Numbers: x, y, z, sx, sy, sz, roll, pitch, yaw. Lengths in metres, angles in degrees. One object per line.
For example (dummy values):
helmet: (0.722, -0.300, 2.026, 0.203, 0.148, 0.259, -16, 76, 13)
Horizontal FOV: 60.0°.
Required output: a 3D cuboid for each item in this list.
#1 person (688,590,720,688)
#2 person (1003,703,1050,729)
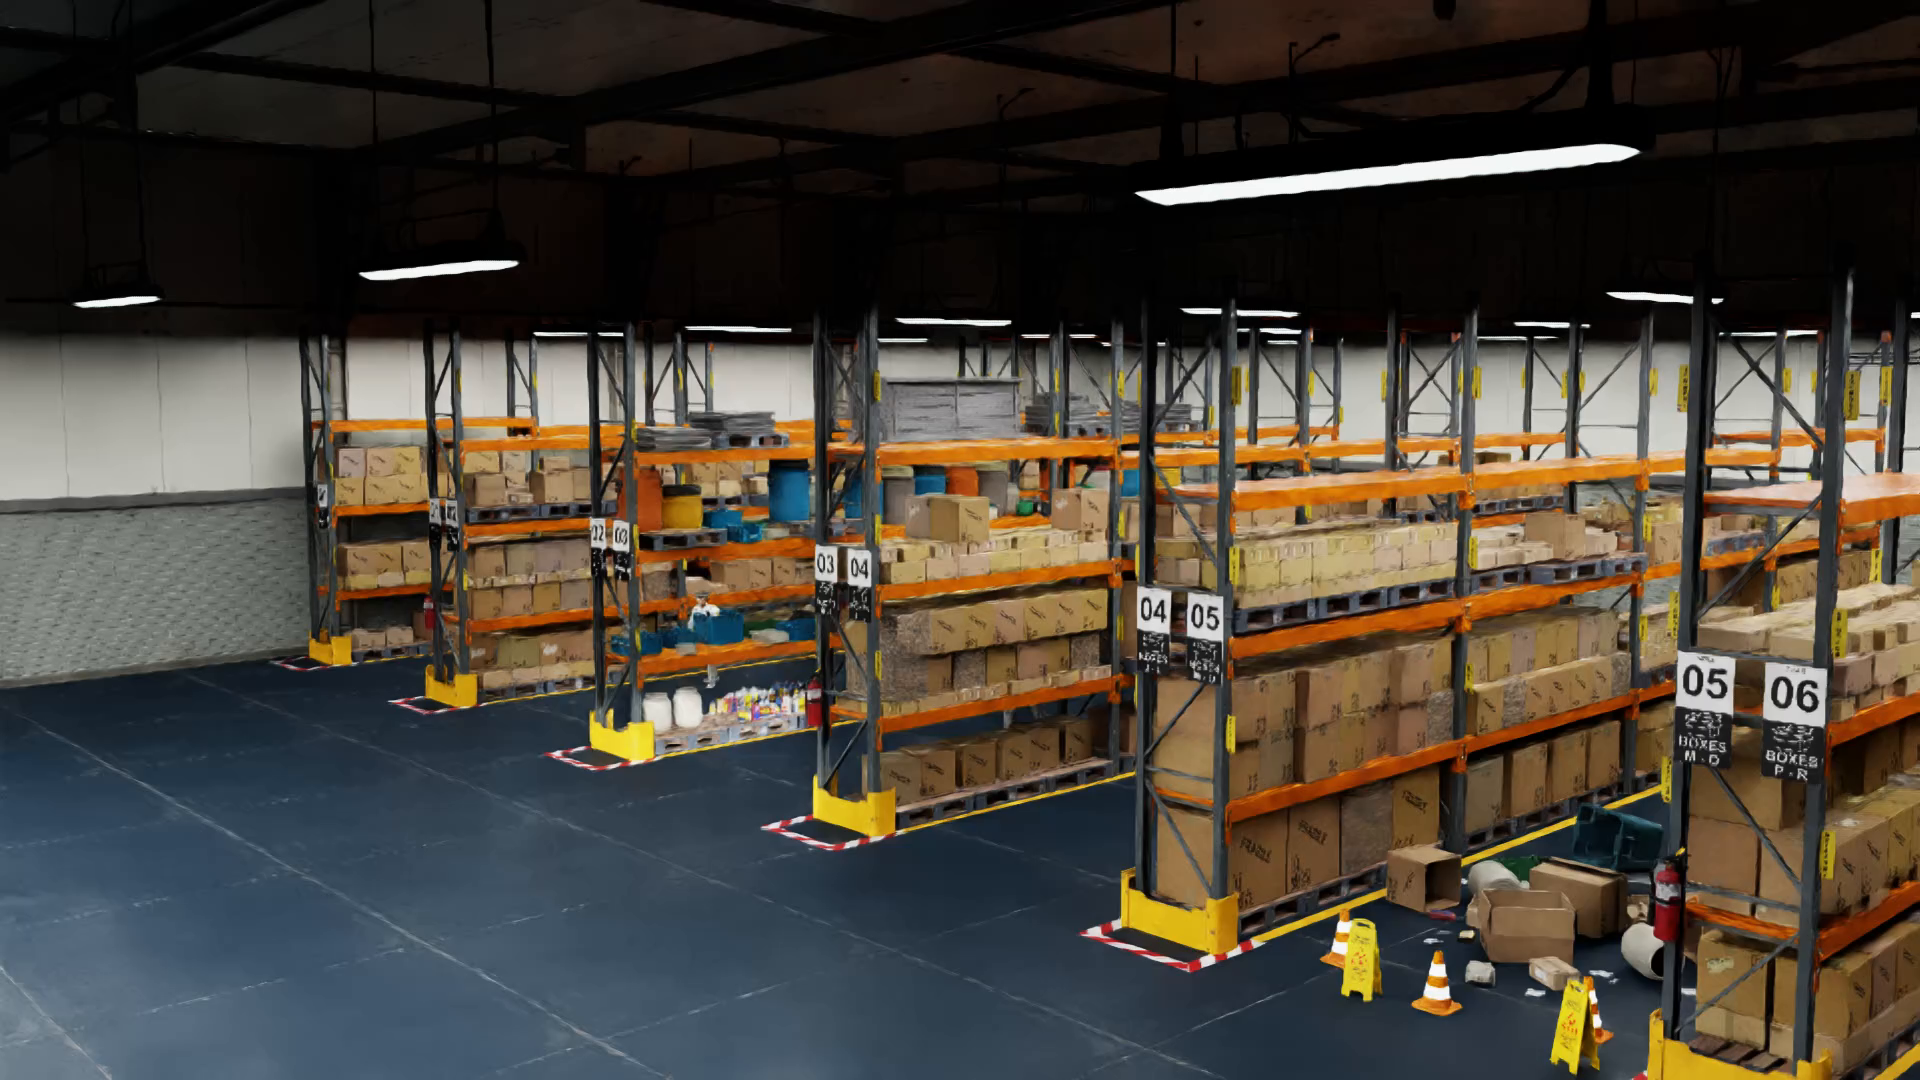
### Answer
person: (-4.136, 1.600, 27.385, 0.643, 1.600, 0.794, 3, 7, 29)
person: (0.937, 1.979, 23.049, 0.925, 1.736, 0.558, -3, 6, -27)
